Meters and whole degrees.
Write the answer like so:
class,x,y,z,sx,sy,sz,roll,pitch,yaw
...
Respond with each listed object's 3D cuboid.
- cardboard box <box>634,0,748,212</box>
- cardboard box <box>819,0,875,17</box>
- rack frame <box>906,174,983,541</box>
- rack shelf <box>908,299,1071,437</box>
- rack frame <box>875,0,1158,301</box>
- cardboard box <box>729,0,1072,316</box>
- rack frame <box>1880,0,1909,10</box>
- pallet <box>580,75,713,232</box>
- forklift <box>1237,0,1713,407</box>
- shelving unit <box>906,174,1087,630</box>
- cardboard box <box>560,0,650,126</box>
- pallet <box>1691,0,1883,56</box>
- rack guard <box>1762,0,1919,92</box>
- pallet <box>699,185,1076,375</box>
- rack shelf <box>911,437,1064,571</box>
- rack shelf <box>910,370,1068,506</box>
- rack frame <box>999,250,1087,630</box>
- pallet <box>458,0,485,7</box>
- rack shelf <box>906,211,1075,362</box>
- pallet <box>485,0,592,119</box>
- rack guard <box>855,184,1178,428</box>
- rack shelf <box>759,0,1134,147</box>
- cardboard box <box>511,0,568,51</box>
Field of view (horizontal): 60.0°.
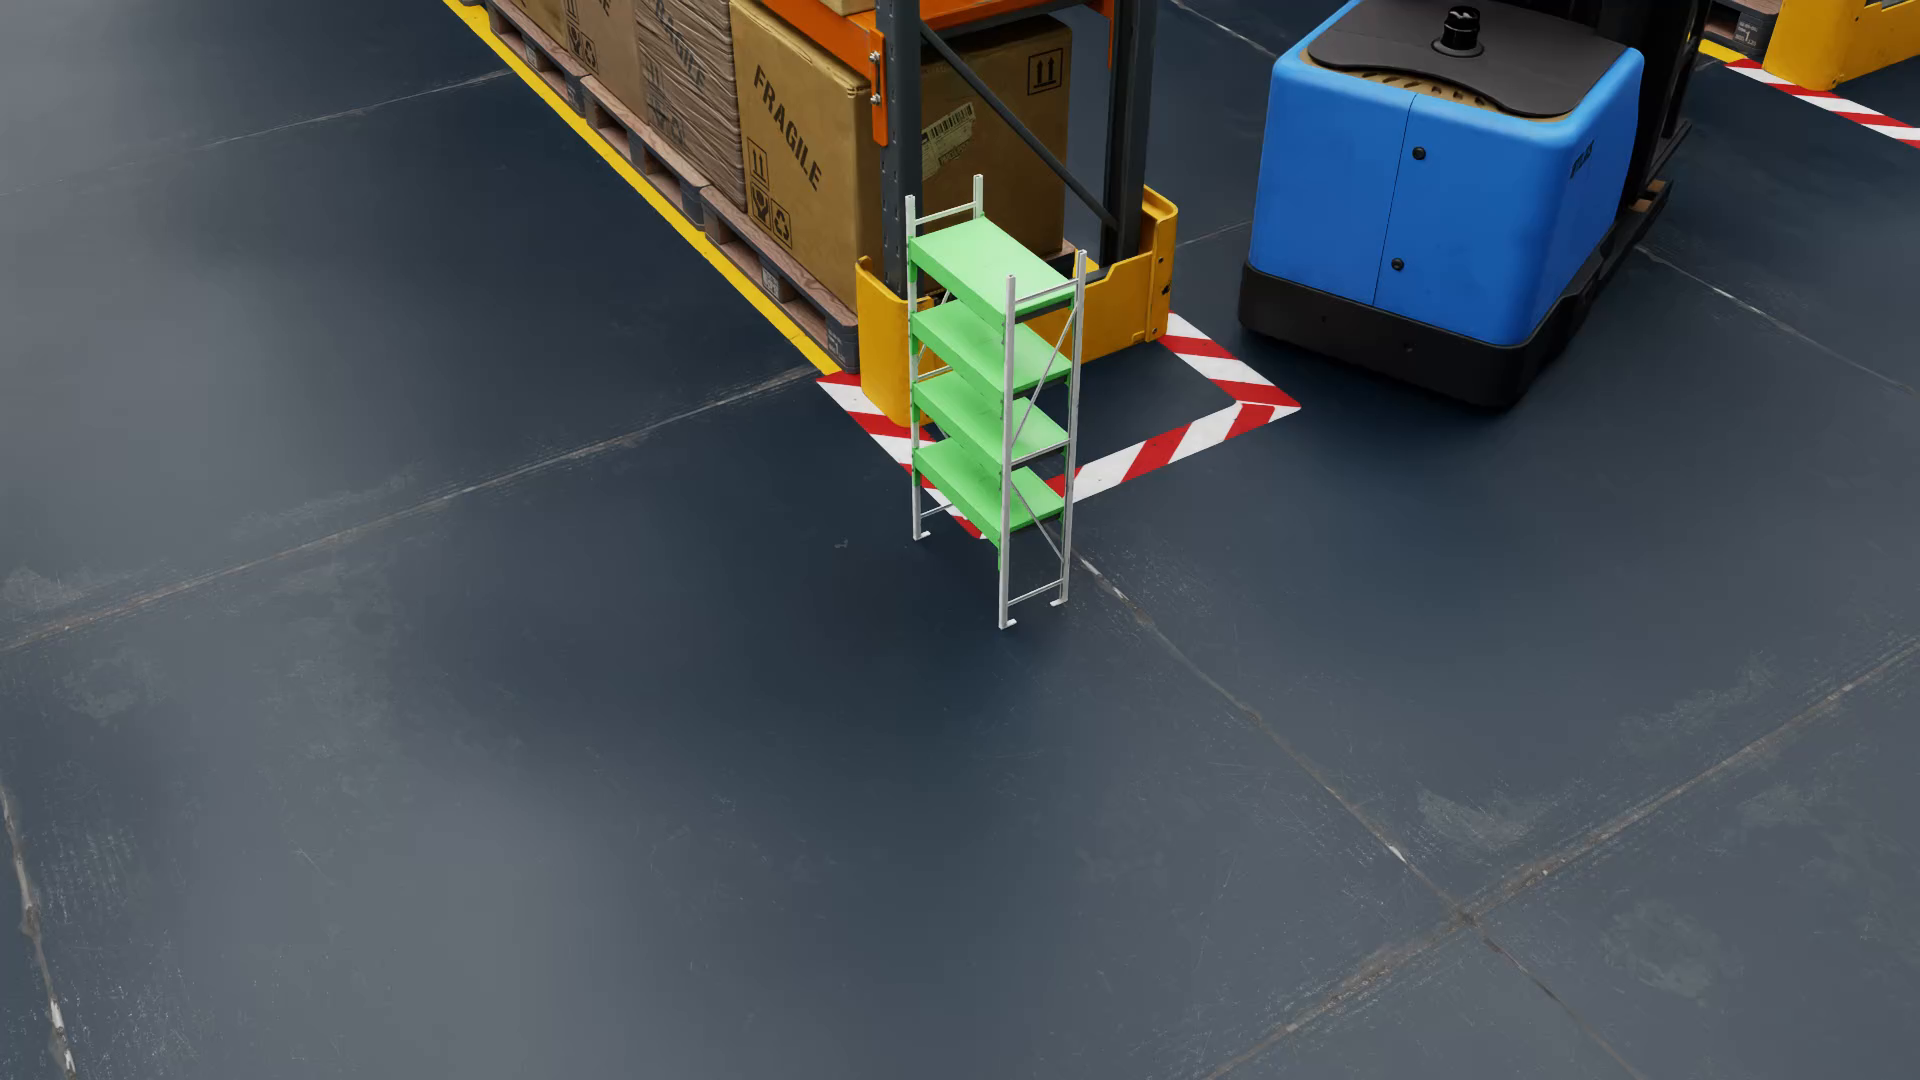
class,x,y,z,sx,sy,sz,roll,pitch,yaw
cardboard box,-0.704,-1.981,6.616,0.875,0.875,0.875,-22,45,-24
cardboard box,-0.272,-1.809,5.274,0.380,0.149,0.250,-21,44,-24
rack frame,-0.042,-0.503,4.917,0.240,1.200,0.015,-22,45,-24
rack shelf,0.089,-0.507,4.646,0.258,0.148,0.480,-22,45,-24
rack frame,0.197,-1.827,5.099,1.000,3.000,0.127,-22,45,-24
cardboard box,-0.215,-1.490,6.027,0.875,0.875,0.875,-22,45,-24
rack frame,4.373,-3.532,7.145,1.000,3.000,0.127,-22,45,-24
pallet,-0.951,-1.818,7.267,1.003,0.211,1.213,-22,45,-24
forklift,2.255,-2.490,5.949,1.130,2.935,3.031,23,45,25
shelving unit,0.089,-0.372,4.759,0.258,1.200,0.503,-22,45,-24
cardboard box,-1.183,-2.462,7.193,0.875,0.875,0.875,-22,45,-24
pallet,3.962,-2.919,8.588,1.003,0.211,1.213,-22,45,-24
rack guard,4.397,-2.563,7.935,1.175,0.500,0.348,-22,45,-24
pallet,-0.299,-1.160,6.478,1.003,0.211,1.213,-22,45,-24
rack shelf,0.089,-0.138,4.953,0.258,0.148,0.480,-22,45,-24
rack shelf,0.089,-0.322,4.799,0.258,0.148,0.480,-22,45,-24
rack frame,0.220,-0.240,4.601,0.240,1.200,0.015,-22,45,-24
pallet,-2.433,-3.305,9.052,1.003,0.211,1.213,-22,45,-24
rack shelf,0.089,-0.691,4.492,0.258,0.148,0.480,-22,45,-24
pallet,-1.611,-2.477,8.058,1.003,0.211,1.213,-22,45,-24
rack guard,0.210,-0.854,5.884,1.175,0.500,0.348,-22,45,-24
rack shelf,-0.879,-2.630,6.625,1.077,0.370,4.000,-22,45,-24
cardboard box,-1.667,-2.947,7.775,0.875,0.875,0.875,-22,45,-24
